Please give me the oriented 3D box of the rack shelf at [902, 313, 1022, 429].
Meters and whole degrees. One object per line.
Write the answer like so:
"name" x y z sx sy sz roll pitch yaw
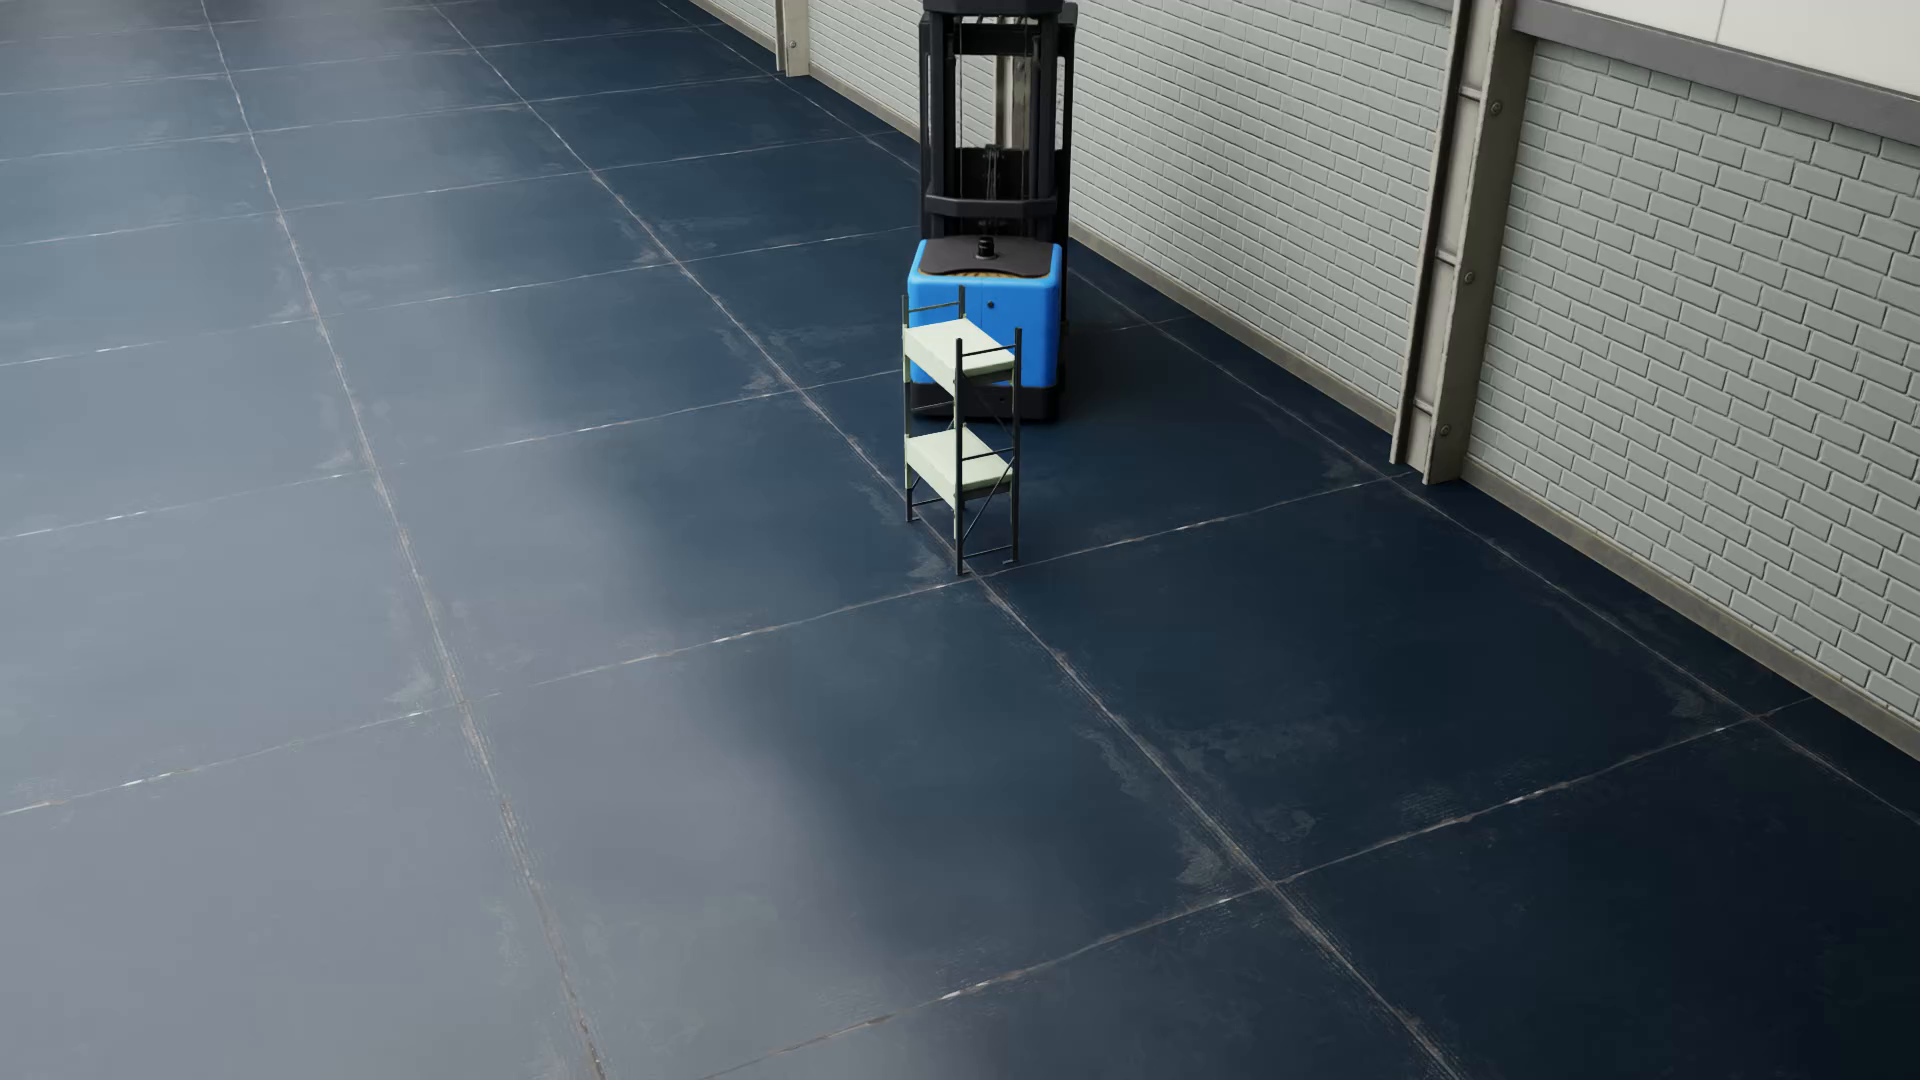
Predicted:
"rack shelf" 0.003 -0.992 9.660 0.431 0.370 0.720 -13 32 -22

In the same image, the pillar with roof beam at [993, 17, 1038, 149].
"pillar with roof beam" -3.360 -6.148 11.985 9.100 9.000 0.400 -13 32 -22

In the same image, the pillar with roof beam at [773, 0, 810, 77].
"pillar with roof beam" -5.936 -8.798 16.712 9.100 9.000 0.400 -13 32 -22

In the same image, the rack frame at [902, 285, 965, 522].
"rack frame" -0.154 -0.813 10.139 0.400 1.500 0.023 -13 32 -22

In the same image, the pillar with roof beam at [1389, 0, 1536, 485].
"pillar with roof beam" -0.785 -3.497 7.259 9.100 9.000 0.400 -13 32 -22

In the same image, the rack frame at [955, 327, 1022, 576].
"rack frame" 0.160 -0.490 9.562 0.400 1.500 0.023 -13 32 -22

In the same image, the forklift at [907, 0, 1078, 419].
"forklift" 0.278 -2.812 12.240 1.130 2.935 3.031 2 29 4

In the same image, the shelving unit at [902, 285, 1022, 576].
"shelving unit" 0.003 -0.651 9.851 0.431 1.500 0.755 -13 32 -22

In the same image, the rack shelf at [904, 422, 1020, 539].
"rack shelf" 0.003 -0.367 10.010 0.431 0.370 0.720 -13 32 -22
